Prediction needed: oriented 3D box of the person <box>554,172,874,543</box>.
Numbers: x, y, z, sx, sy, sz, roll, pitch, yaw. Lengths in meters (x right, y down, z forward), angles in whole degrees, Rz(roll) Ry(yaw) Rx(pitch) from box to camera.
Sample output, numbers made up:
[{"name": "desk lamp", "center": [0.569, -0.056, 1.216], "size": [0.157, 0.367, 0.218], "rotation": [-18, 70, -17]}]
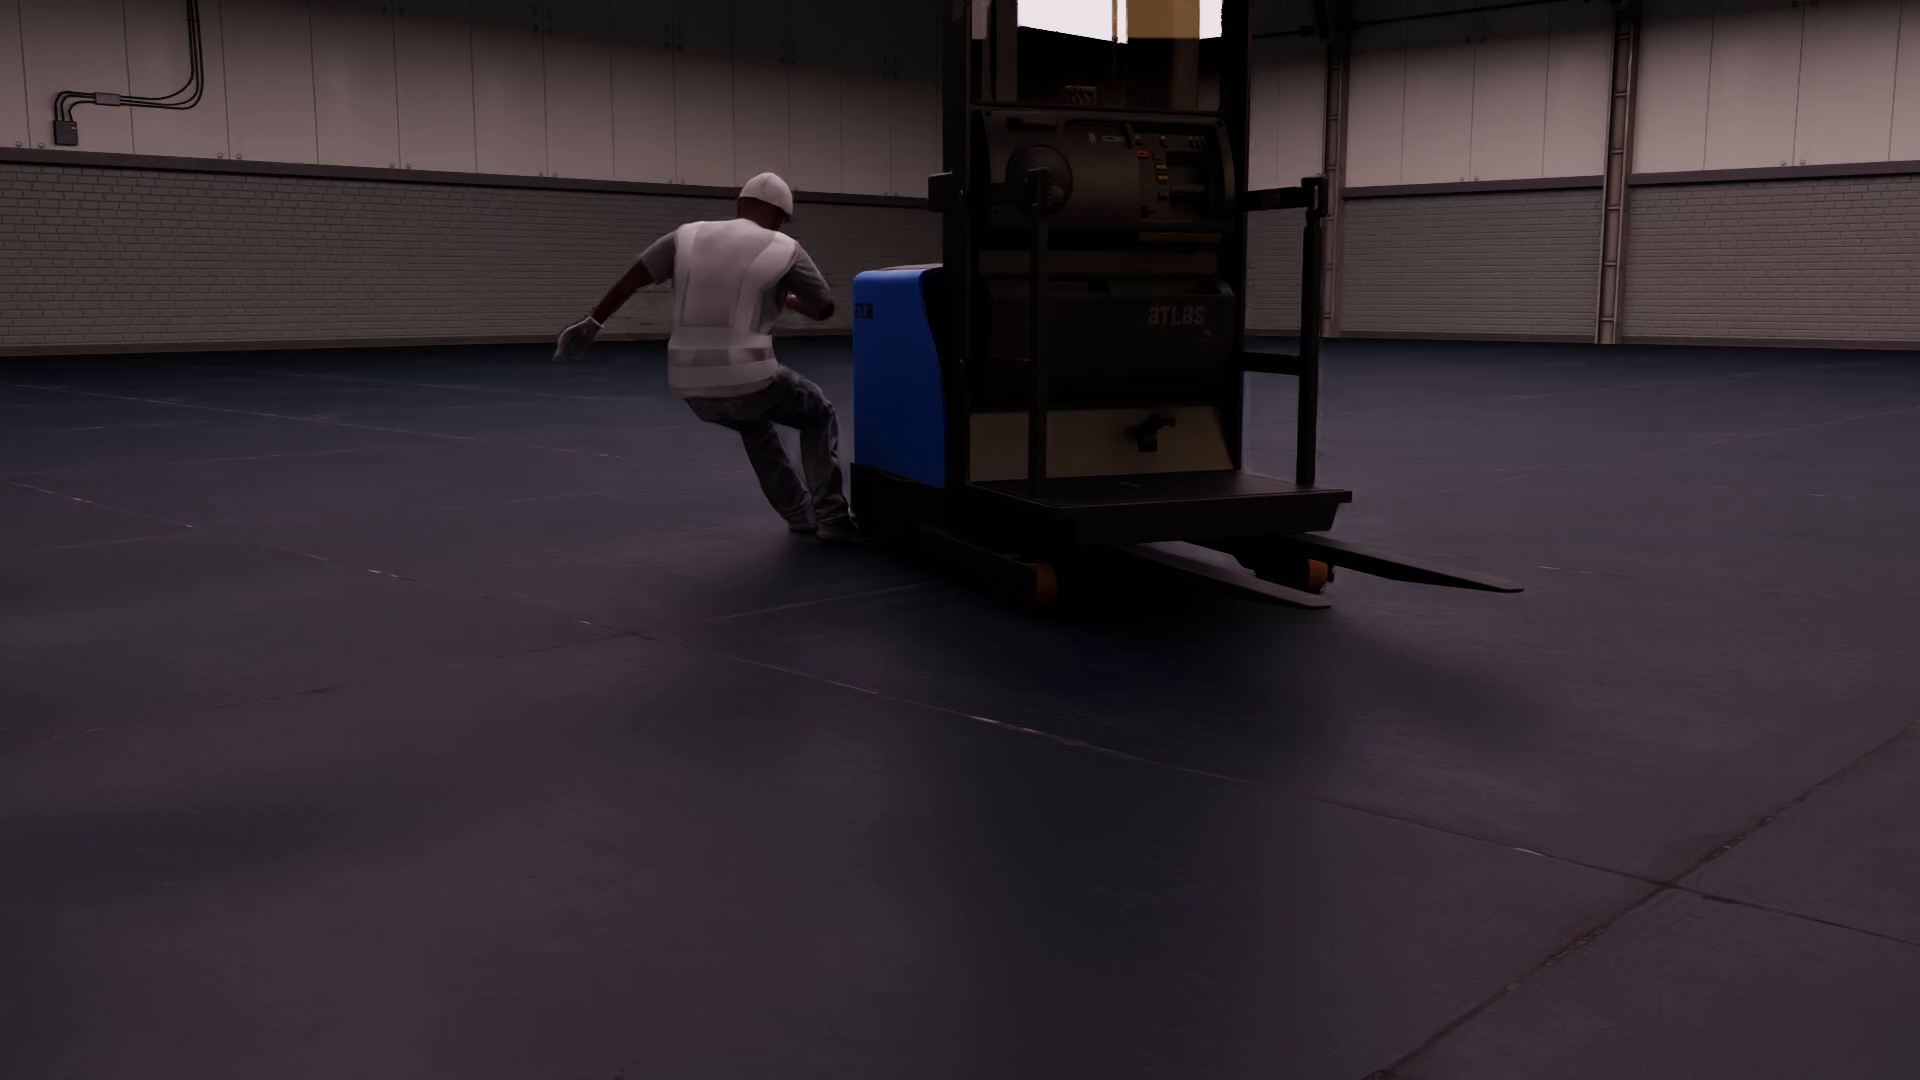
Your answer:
[{"name": "person", "center": [-0.911, -0.704, 6.672], "size": [1.101, 1.500, 0.958], "rotation": [3, 9, 19]}]

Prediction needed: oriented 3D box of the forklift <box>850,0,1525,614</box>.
[{"name": "forklift", "center": [0.592, -1.289, 5.432], "size": [1.130, 2.935, 3.031], "rotation": [-4, 9, -22]}]
